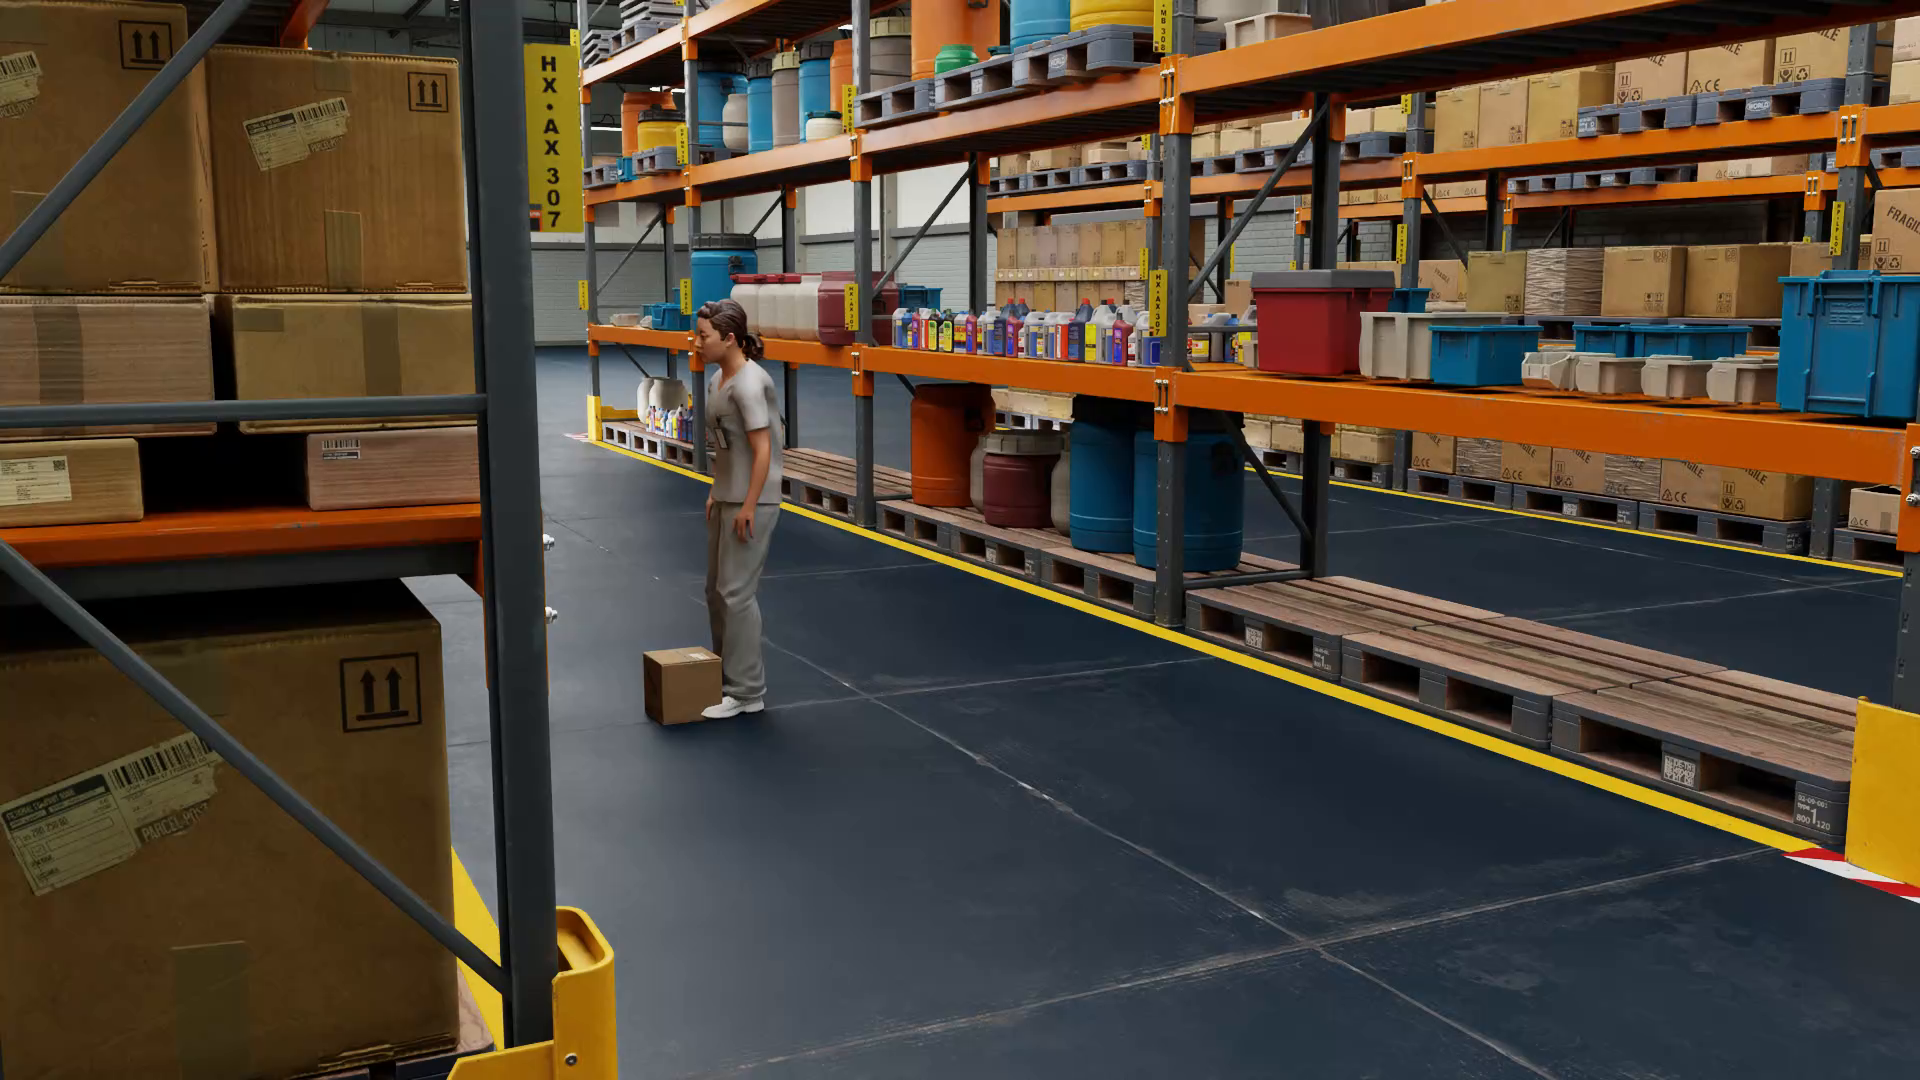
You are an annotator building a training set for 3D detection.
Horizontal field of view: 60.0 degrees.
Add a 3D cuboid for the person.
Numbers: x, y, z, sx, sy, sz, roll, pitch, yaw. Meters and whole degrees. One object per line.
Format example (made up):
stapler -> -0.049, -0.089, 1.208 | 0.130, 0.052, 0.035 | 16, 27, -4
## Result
person -> -0.926, -0.133, 6.727 | 0.407, 1.673, 0.485 | -4, 10, -26
